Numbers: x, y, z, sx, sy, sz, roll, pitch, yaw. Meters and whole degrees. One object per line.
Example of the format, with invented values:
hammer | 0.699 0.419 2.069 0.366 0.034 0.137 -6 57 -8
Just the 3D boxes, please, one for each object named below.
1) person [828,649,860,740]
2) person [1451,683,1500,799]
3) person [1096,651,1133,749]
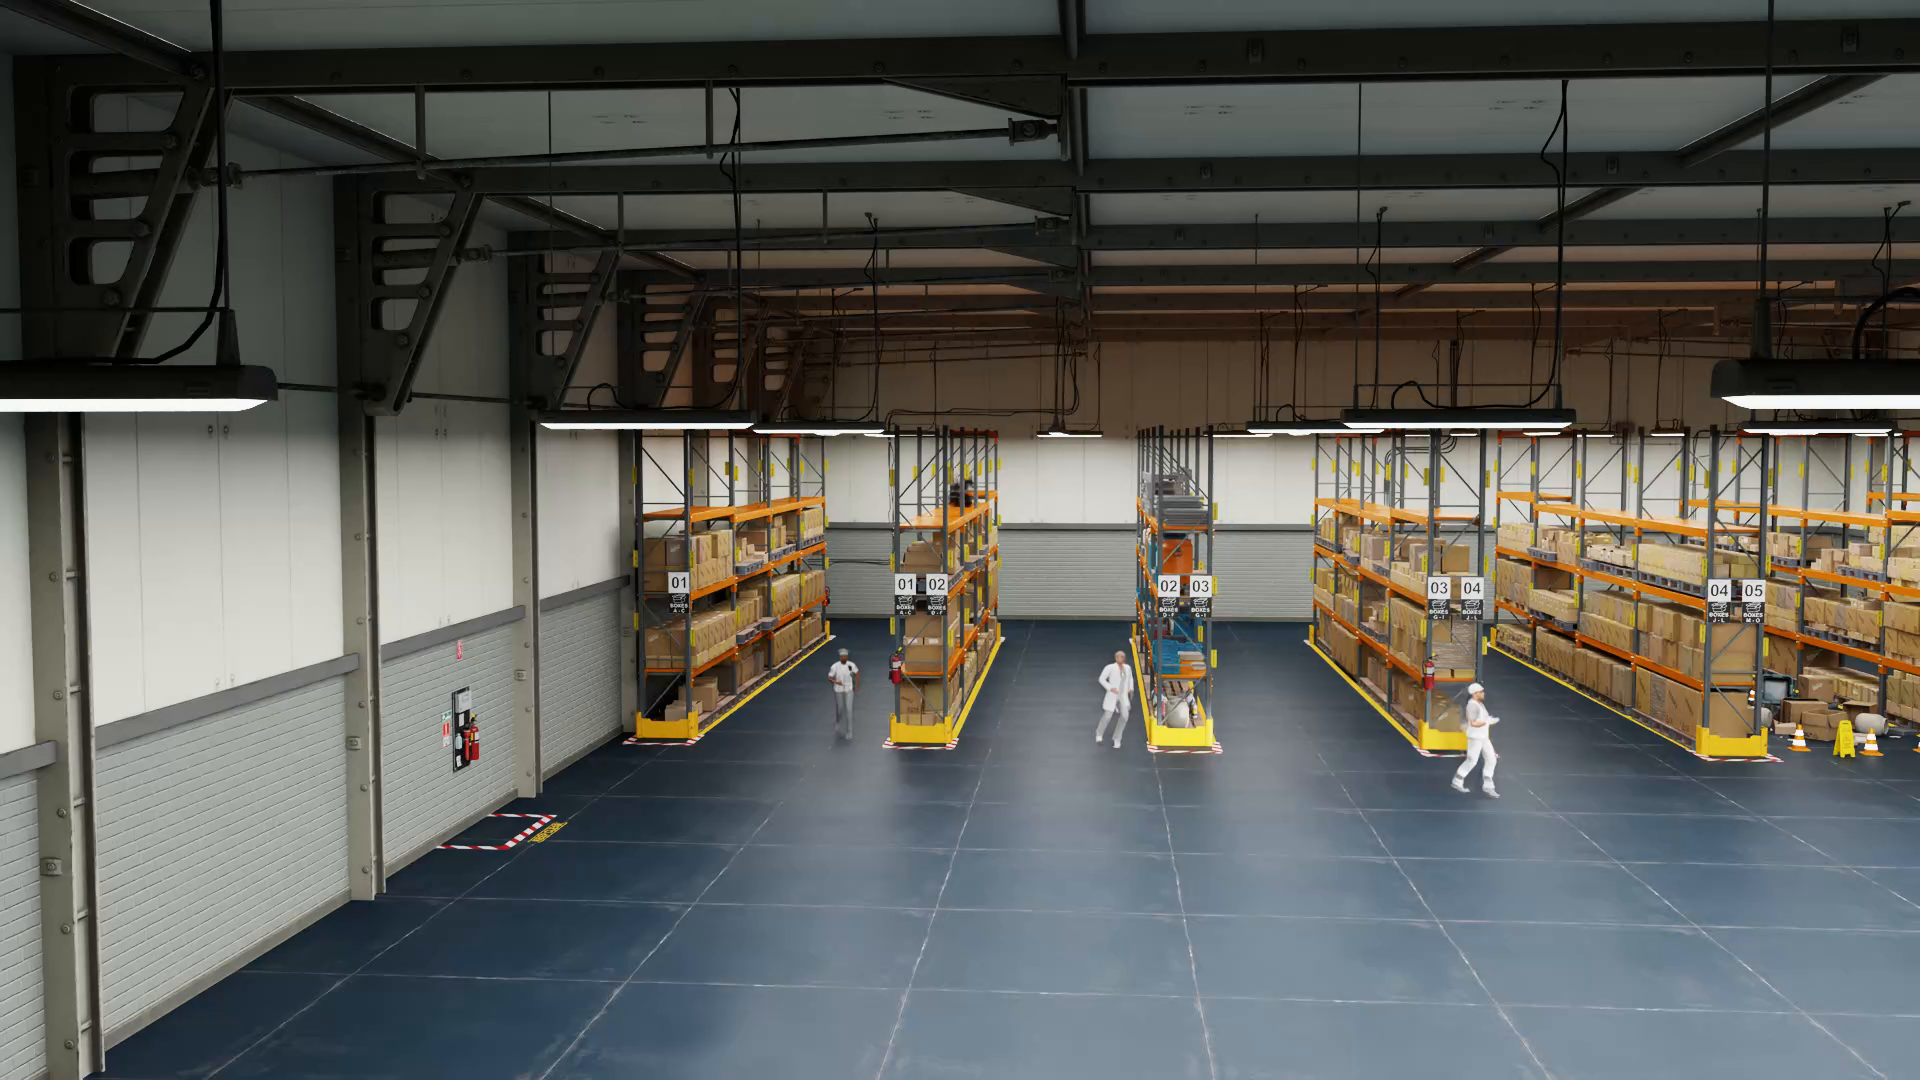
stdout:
person | -2.238 2.937 32.107 0.625 1.720 0.905 0 3 -6
person | 8.279 3.210 26.655 0.765 1.832 0.632 2 4 36
person | 2.946 2.983 31.218 0.770 1.804 0.754 -1 4 -18
